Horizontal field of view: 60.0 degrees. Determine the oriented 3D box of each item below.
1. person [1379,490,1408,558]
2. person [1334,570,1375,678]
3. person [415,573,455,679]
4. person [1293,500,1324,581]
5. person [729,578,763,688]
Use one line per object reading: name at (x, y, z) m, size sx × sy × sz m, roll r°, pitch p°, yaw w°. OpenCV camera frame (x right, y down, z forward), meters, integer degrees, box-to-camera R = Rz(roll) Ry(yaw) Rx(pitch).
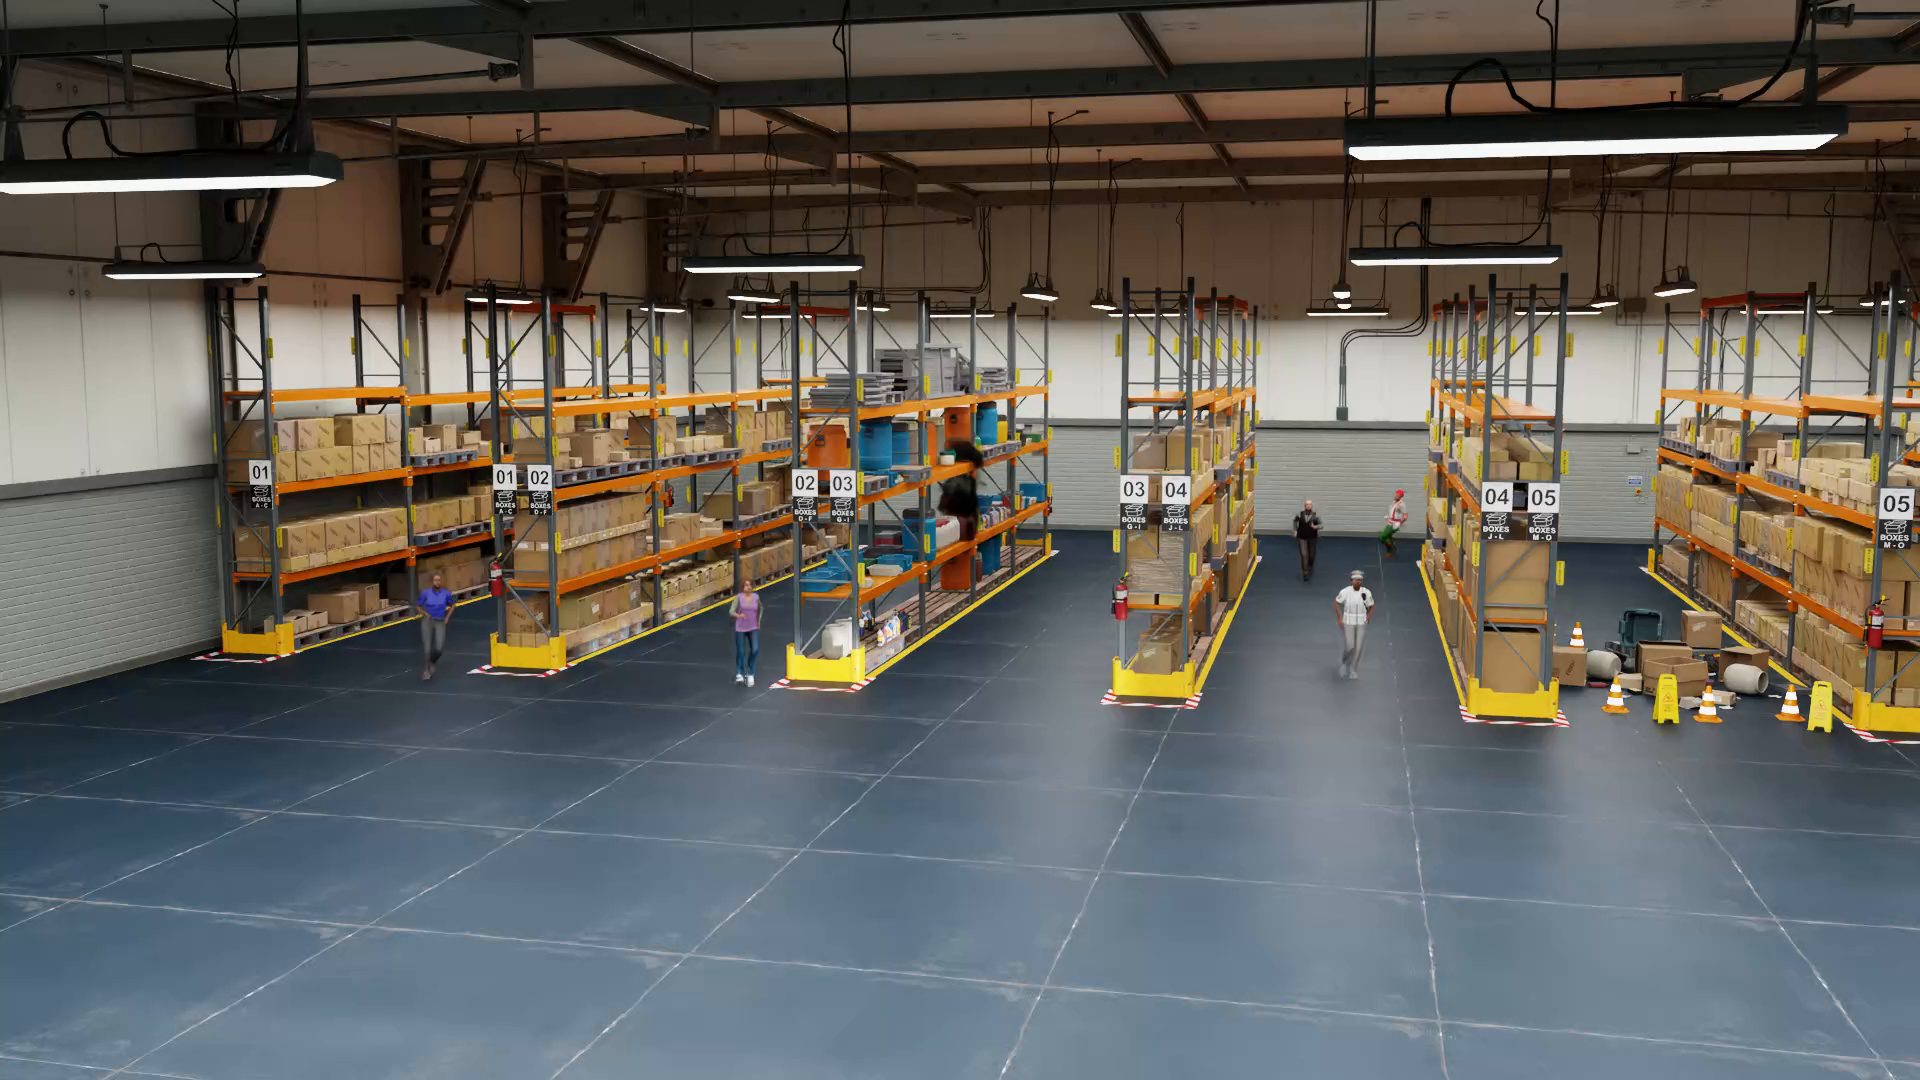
person at (10.304, -0.374, 39.628) m, size 0.631 × 1.671 × 0.751 m, roll 1°, pitch 7°, yaw 7°
person at (6.000, 1.282, 25.207) m, size 0.585 × 1.668 × 0.580 m, roll 0°, pitch 7°, yaw 1°
person at (-7.971, 1.313, 25.312) m, size 0.595 × 1.594 × 0.575 m, roll -3°, pitch 7°, yaw -22°
person at (7.536, -0.011, 36.035) m, size 0.657 × 1.704 × 0.952 m, roll 1°, pitch 7°, yaw 11°
person at (-3.167, 1.372, 24.755) m, size 0.542 × 1.617 × 0.621 m, roll -2°, pitch 7°, yaw -17°
